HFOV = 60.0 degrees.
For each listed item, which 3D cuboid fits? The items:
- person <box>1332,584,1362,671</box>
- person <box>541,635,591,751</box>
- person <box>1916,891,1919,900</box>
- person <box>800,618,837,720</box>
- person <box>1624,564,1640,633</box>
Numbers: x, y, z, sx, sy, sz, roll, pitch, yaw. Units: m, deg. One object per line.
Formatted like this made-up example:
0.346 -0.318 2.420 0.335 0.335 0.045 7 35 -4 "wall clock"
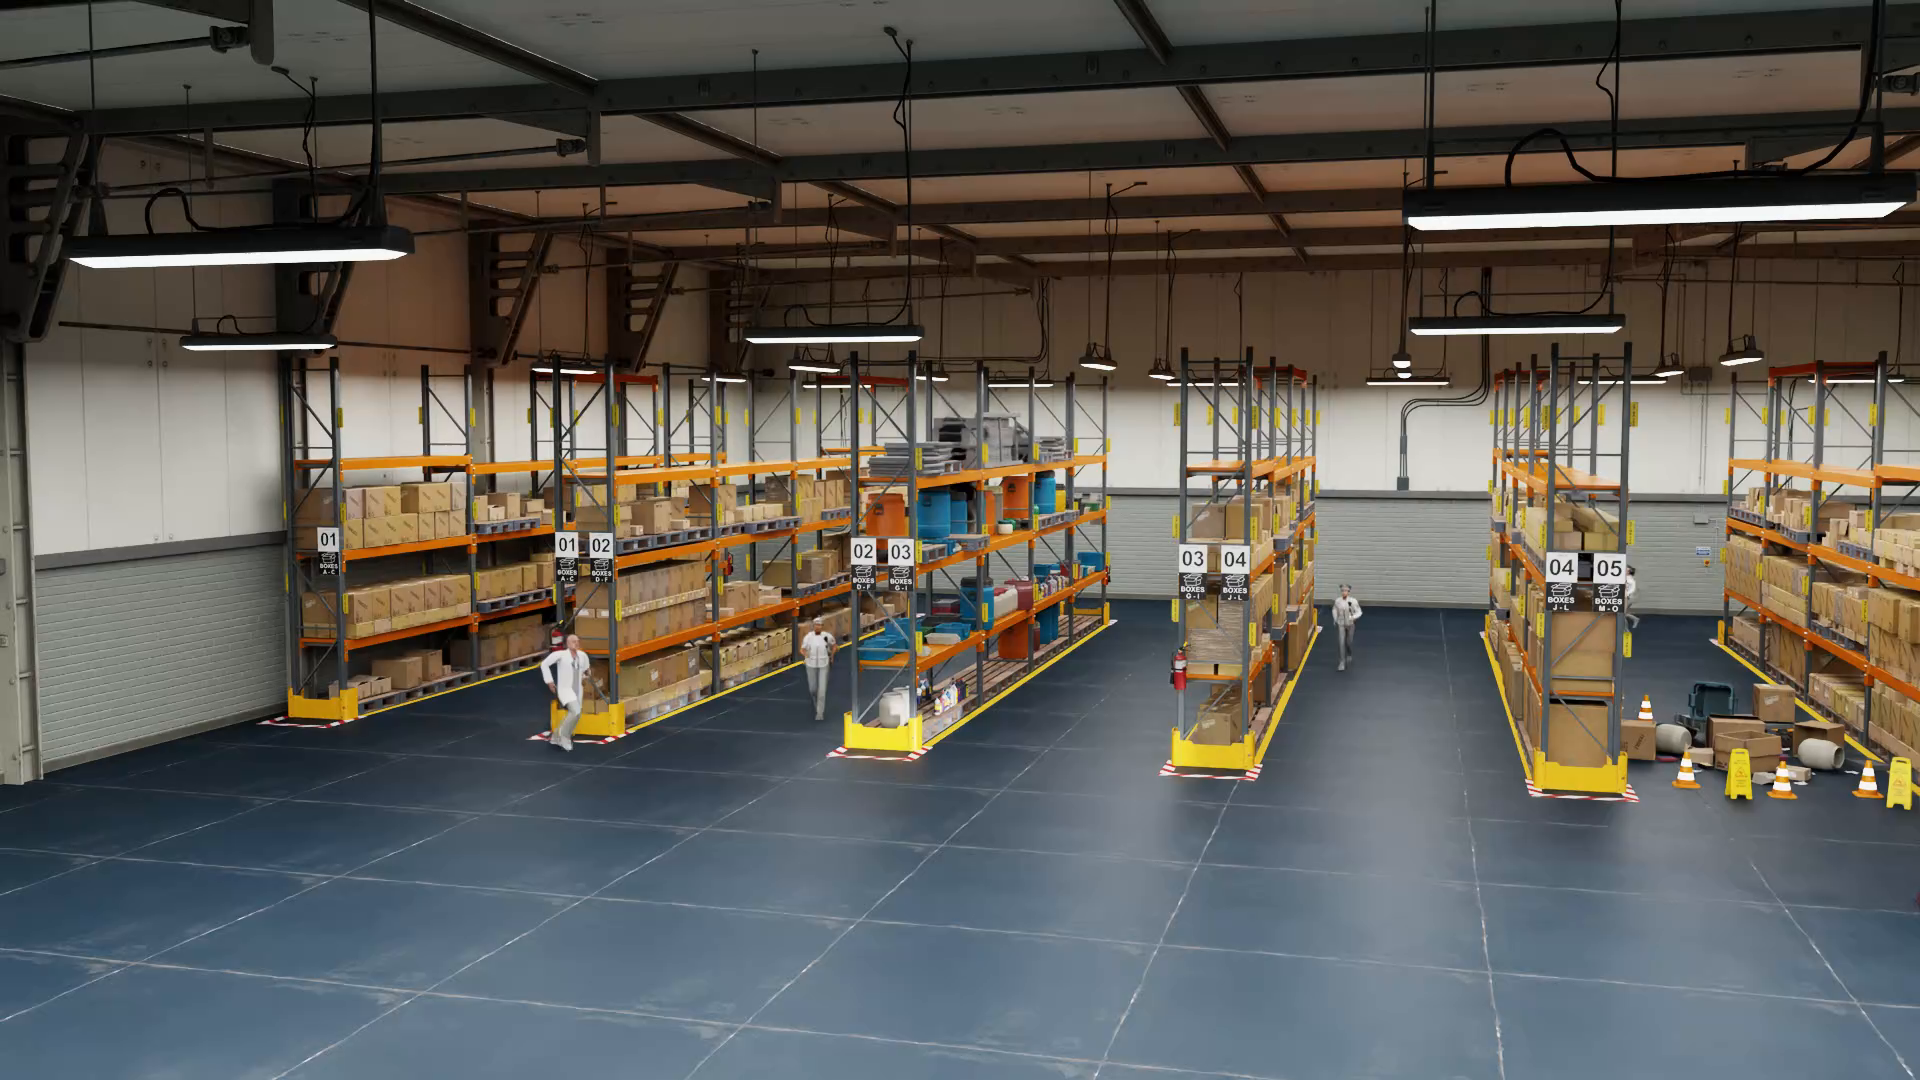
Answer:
7.708 1.711 33.152 0.608 1.705 0.833 2 5 22 "person"
-5.854 2.291 24.949 0.802 1.749 0.685 3 5 38 "person"
9.873 3.002 16.185 0.628 1.666 0.980 -3 5 -36 "person"
-2.369 2.127 27.845 0.608 1.662 0.903 0 4 1 "person"
15.412 1.381 38.322 0.551 1.651 0.624 1 4 12 "person"
